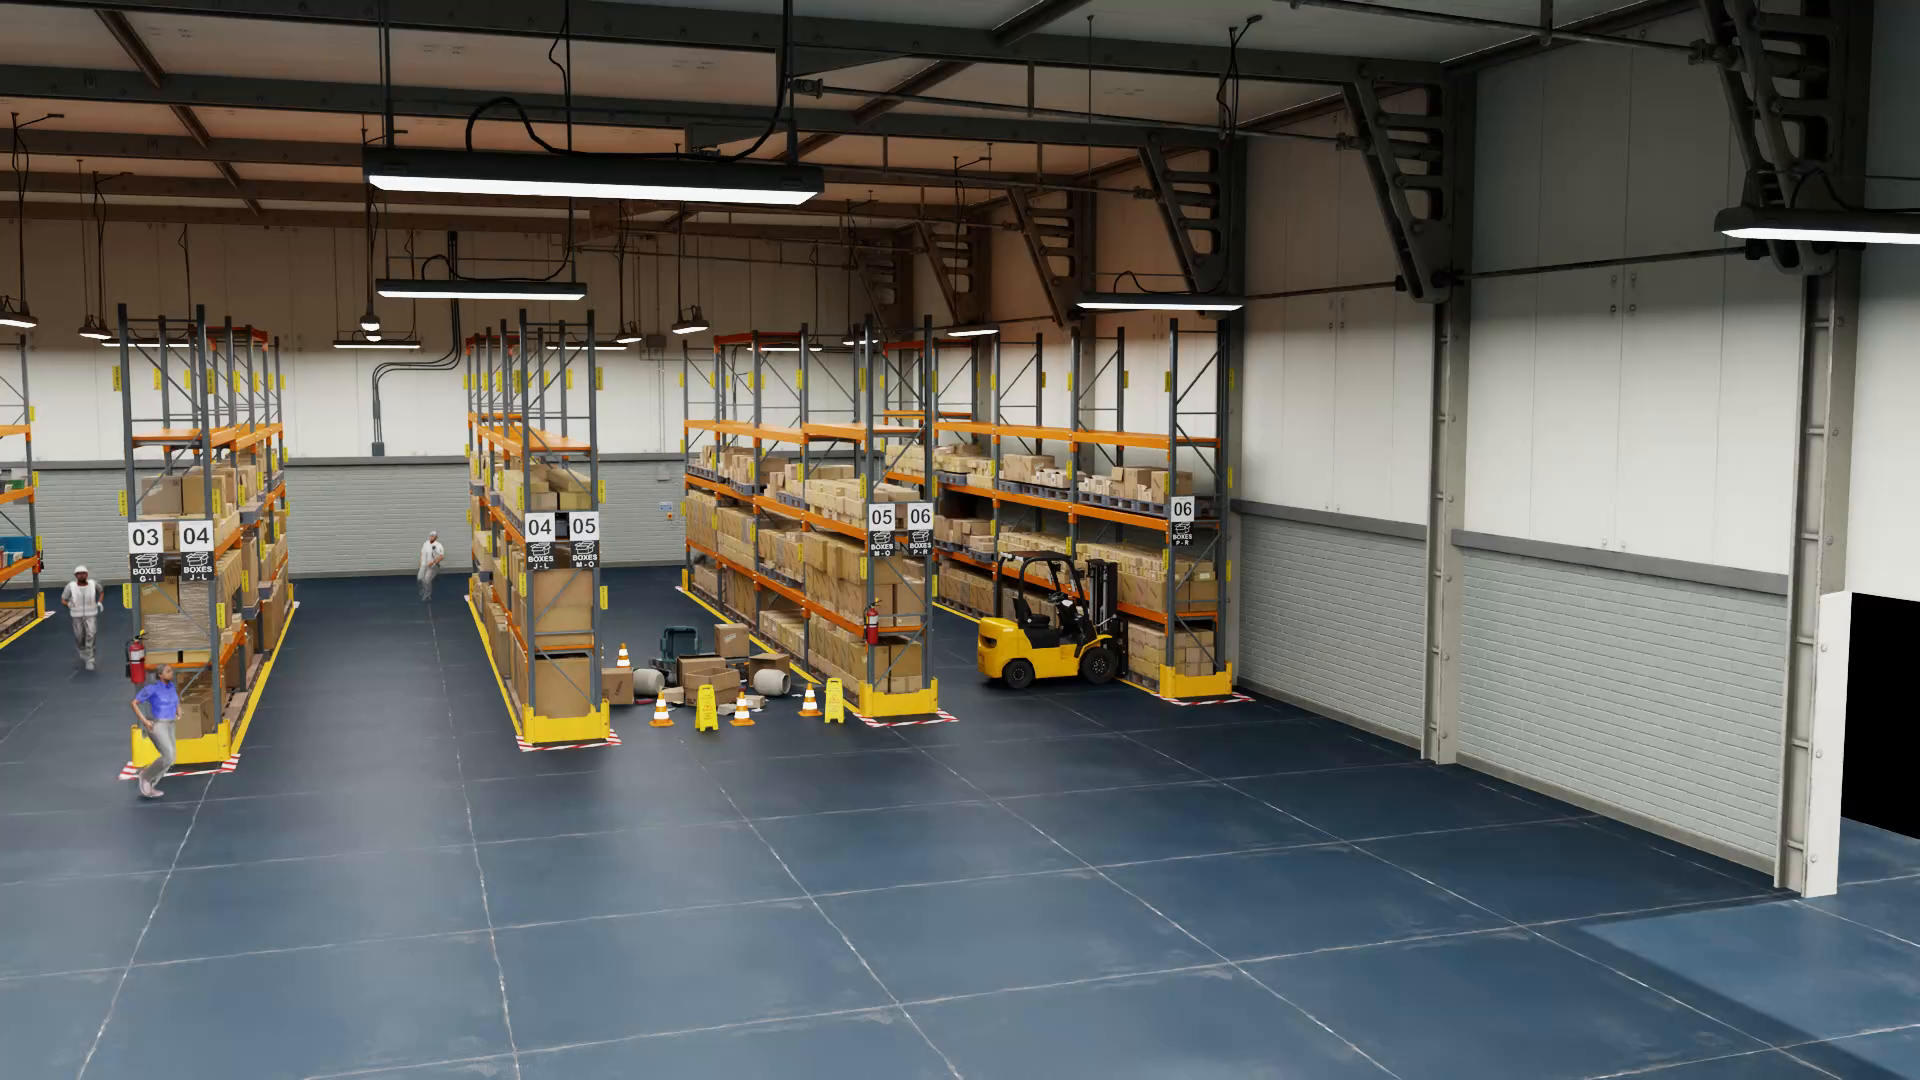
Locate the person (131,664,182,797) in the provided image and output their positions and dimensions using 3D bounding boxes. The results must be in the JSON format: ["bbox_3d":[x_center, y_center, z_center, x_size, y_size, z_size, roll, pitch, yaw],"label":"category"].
[{"bbox_3d":[-9.657,2.296,20.190,0.503,1.576,0.584,1,6,10],"label":"person"}]

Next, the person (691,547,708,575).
[{"bbox_3d":[-6.474,0.286,41.404,0.645,1.579,0.699,1,5,6],"label":"person"}]

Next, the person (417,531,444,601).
[{"bbox_3d":[-12.157,0.597,38.091,0.636,1.596,0.539,1,6,10],"label":"person"}]

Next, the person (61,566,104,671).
[{"bbox_3d":[-15.351,1.342,29.135,0.682,1.792,0.985,-3,6,-29],"label":"person"}]
